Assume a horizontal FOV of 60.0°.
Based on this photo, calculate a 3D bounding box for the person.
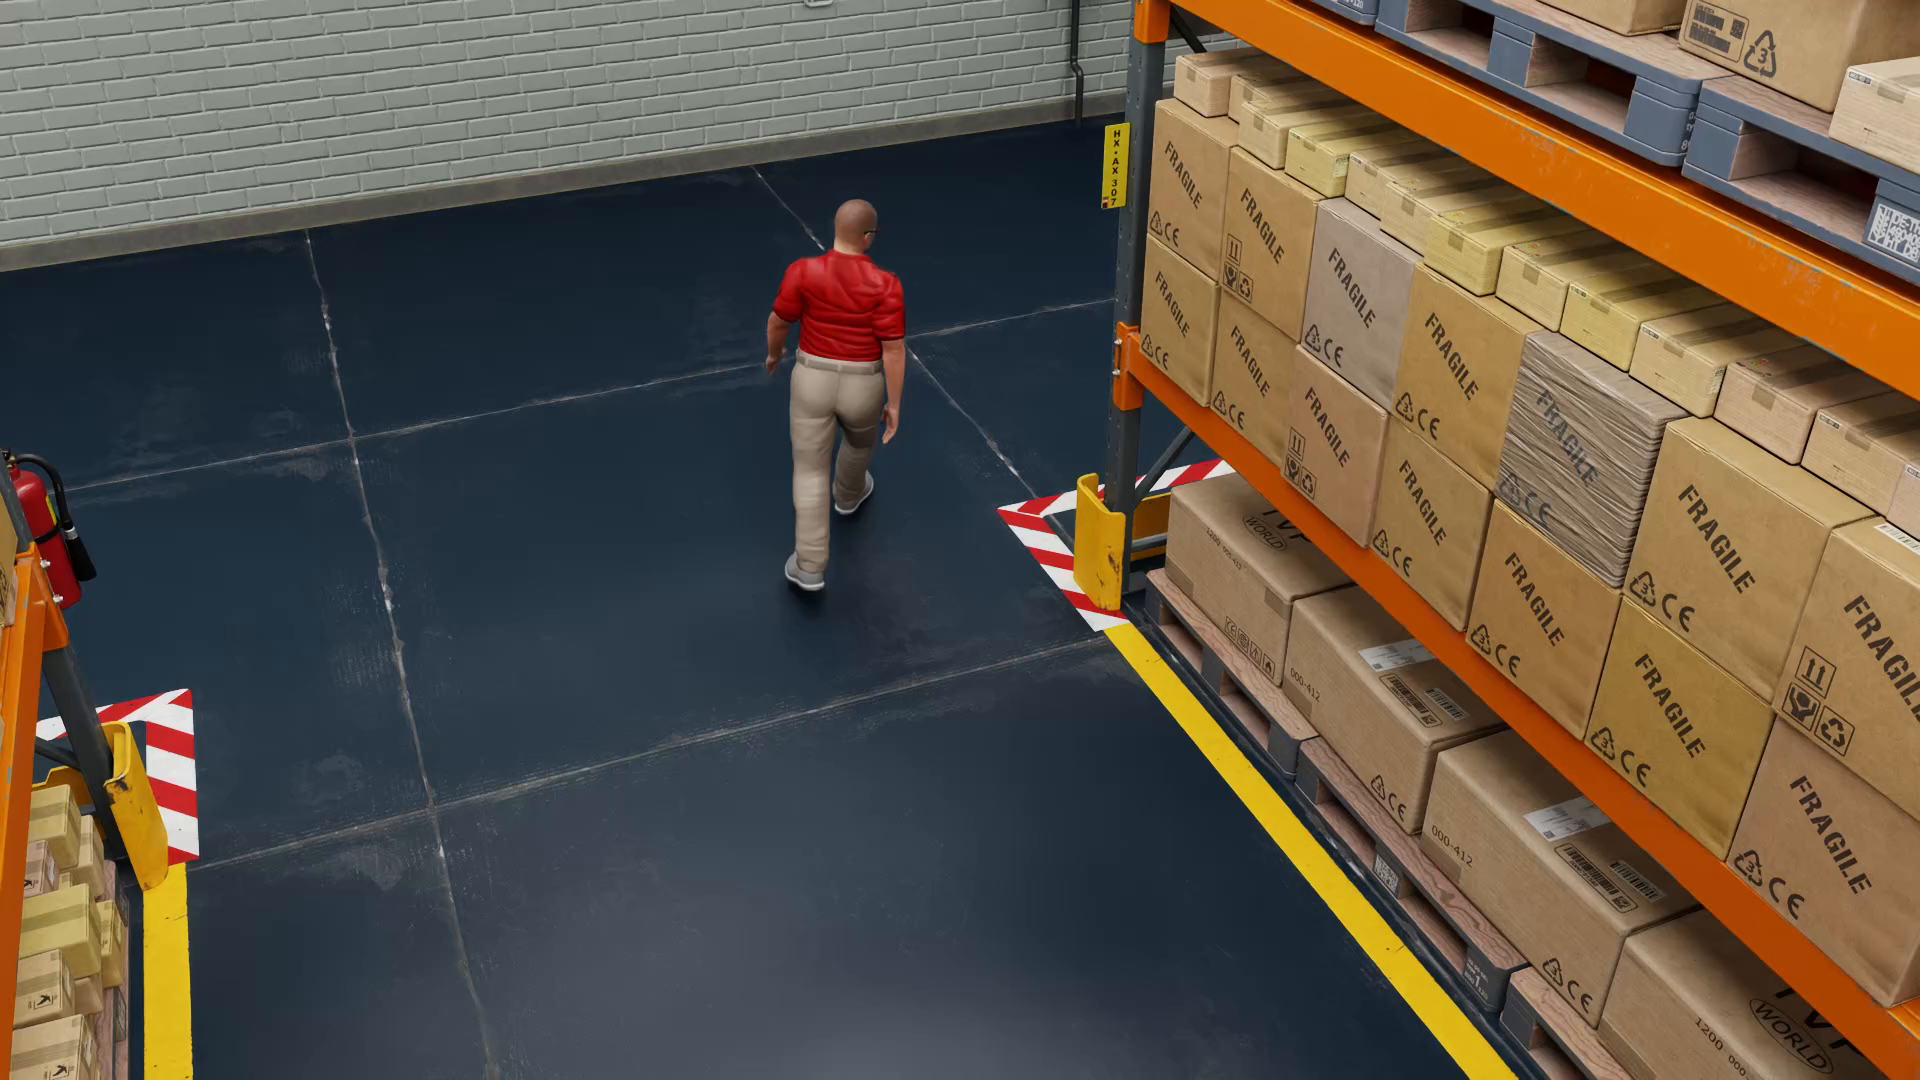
[{"bbox_3d":[-0.541,-0.689,7.220,0.620,1.661,1.056,-2,33,-3],"label":"person"}]
